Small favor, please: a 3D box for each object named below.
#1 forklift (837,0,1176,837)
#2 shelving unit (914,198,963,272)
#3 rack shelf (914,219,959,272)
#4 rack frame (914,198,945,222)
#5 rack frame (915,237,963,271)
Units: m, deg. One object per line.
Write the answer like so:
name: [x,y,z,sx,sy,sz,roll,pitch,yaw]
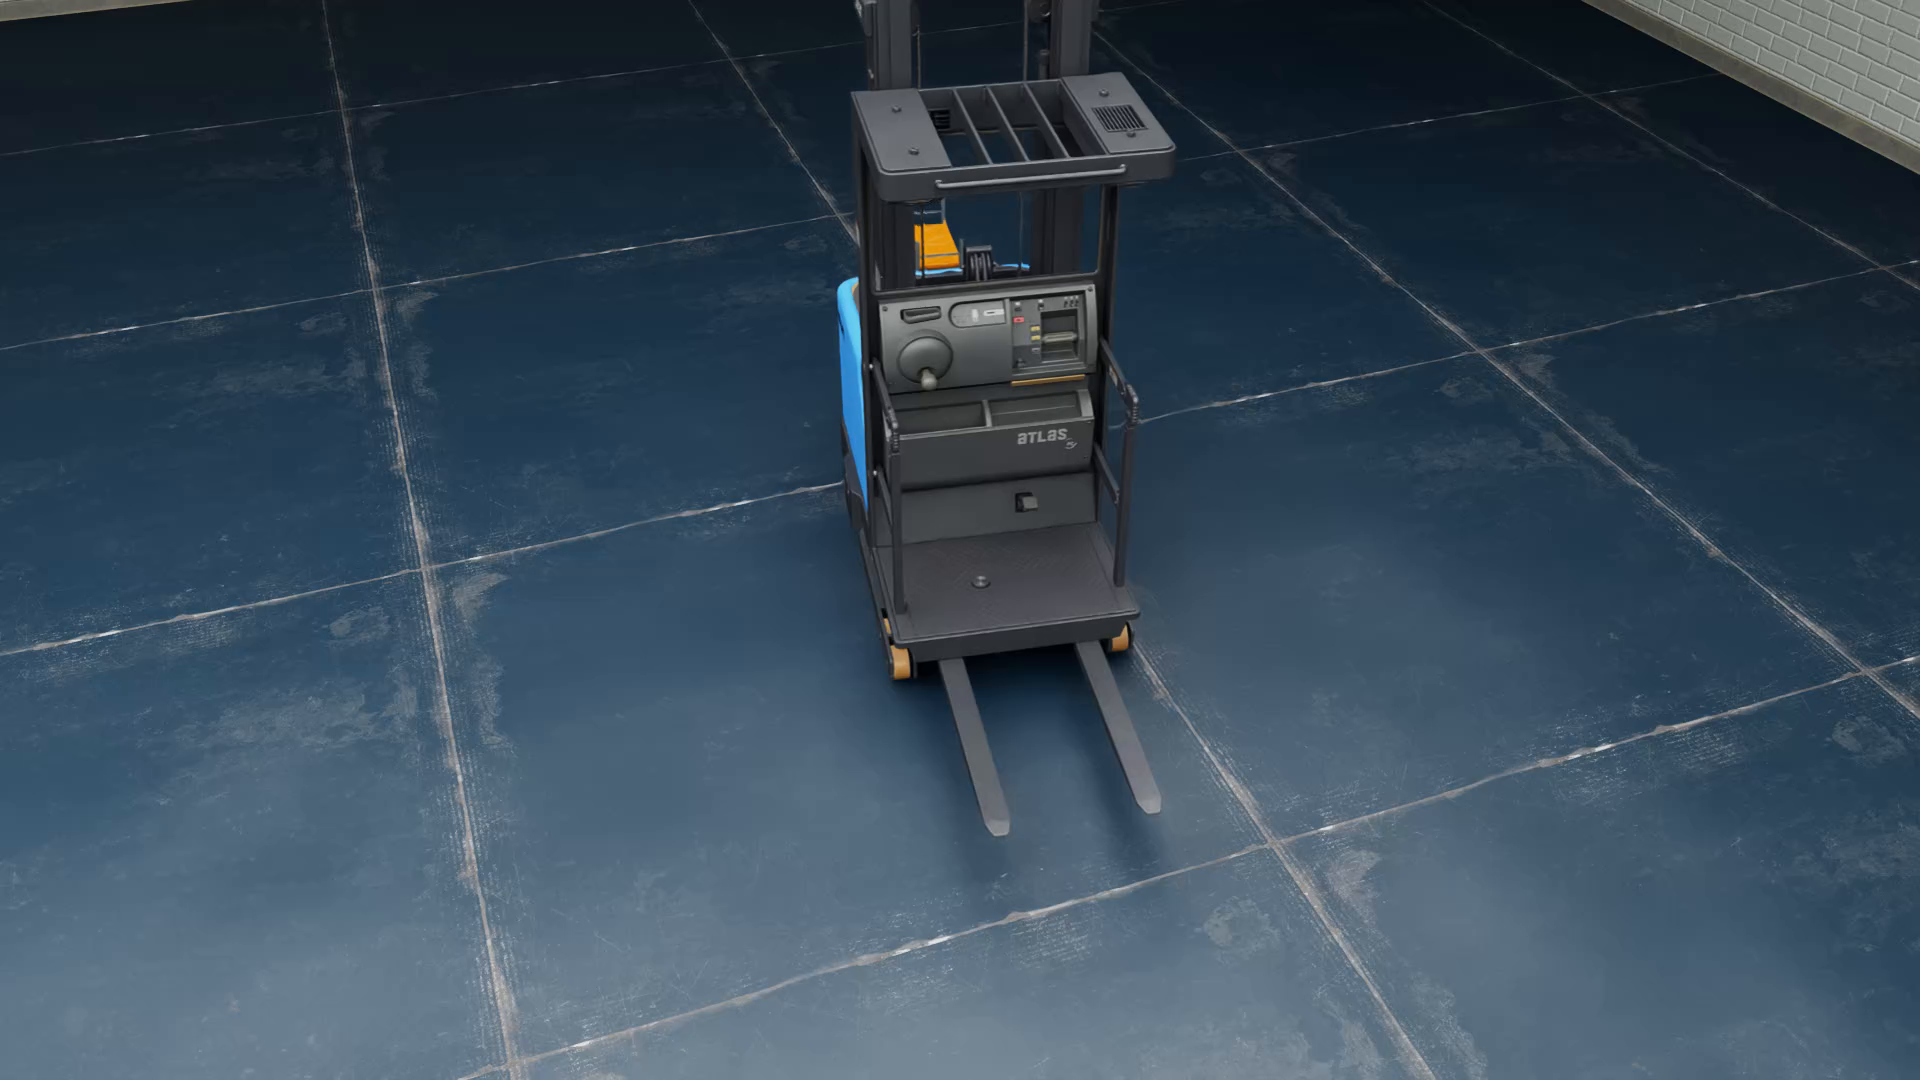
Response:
forklift: [0.167,-0.789,6.861,1.130,2.935,3.031,-7,38,-9]
shelving unit: [-0.151,-1.151,8.781,0.258,1.200,0.503,-7,38,-9]
rack shelf: [-0.151,-1.465,8.544,0.258,0.148,0.480,-7,38,-9]
rack frame: [-0.197,-1.295,8.972,0.240,1.200,0.015,-7,38,-9]
rack frame: [-0.104,-1.007,8.590,0.240,1.200,0.015,-7,38,-9]
